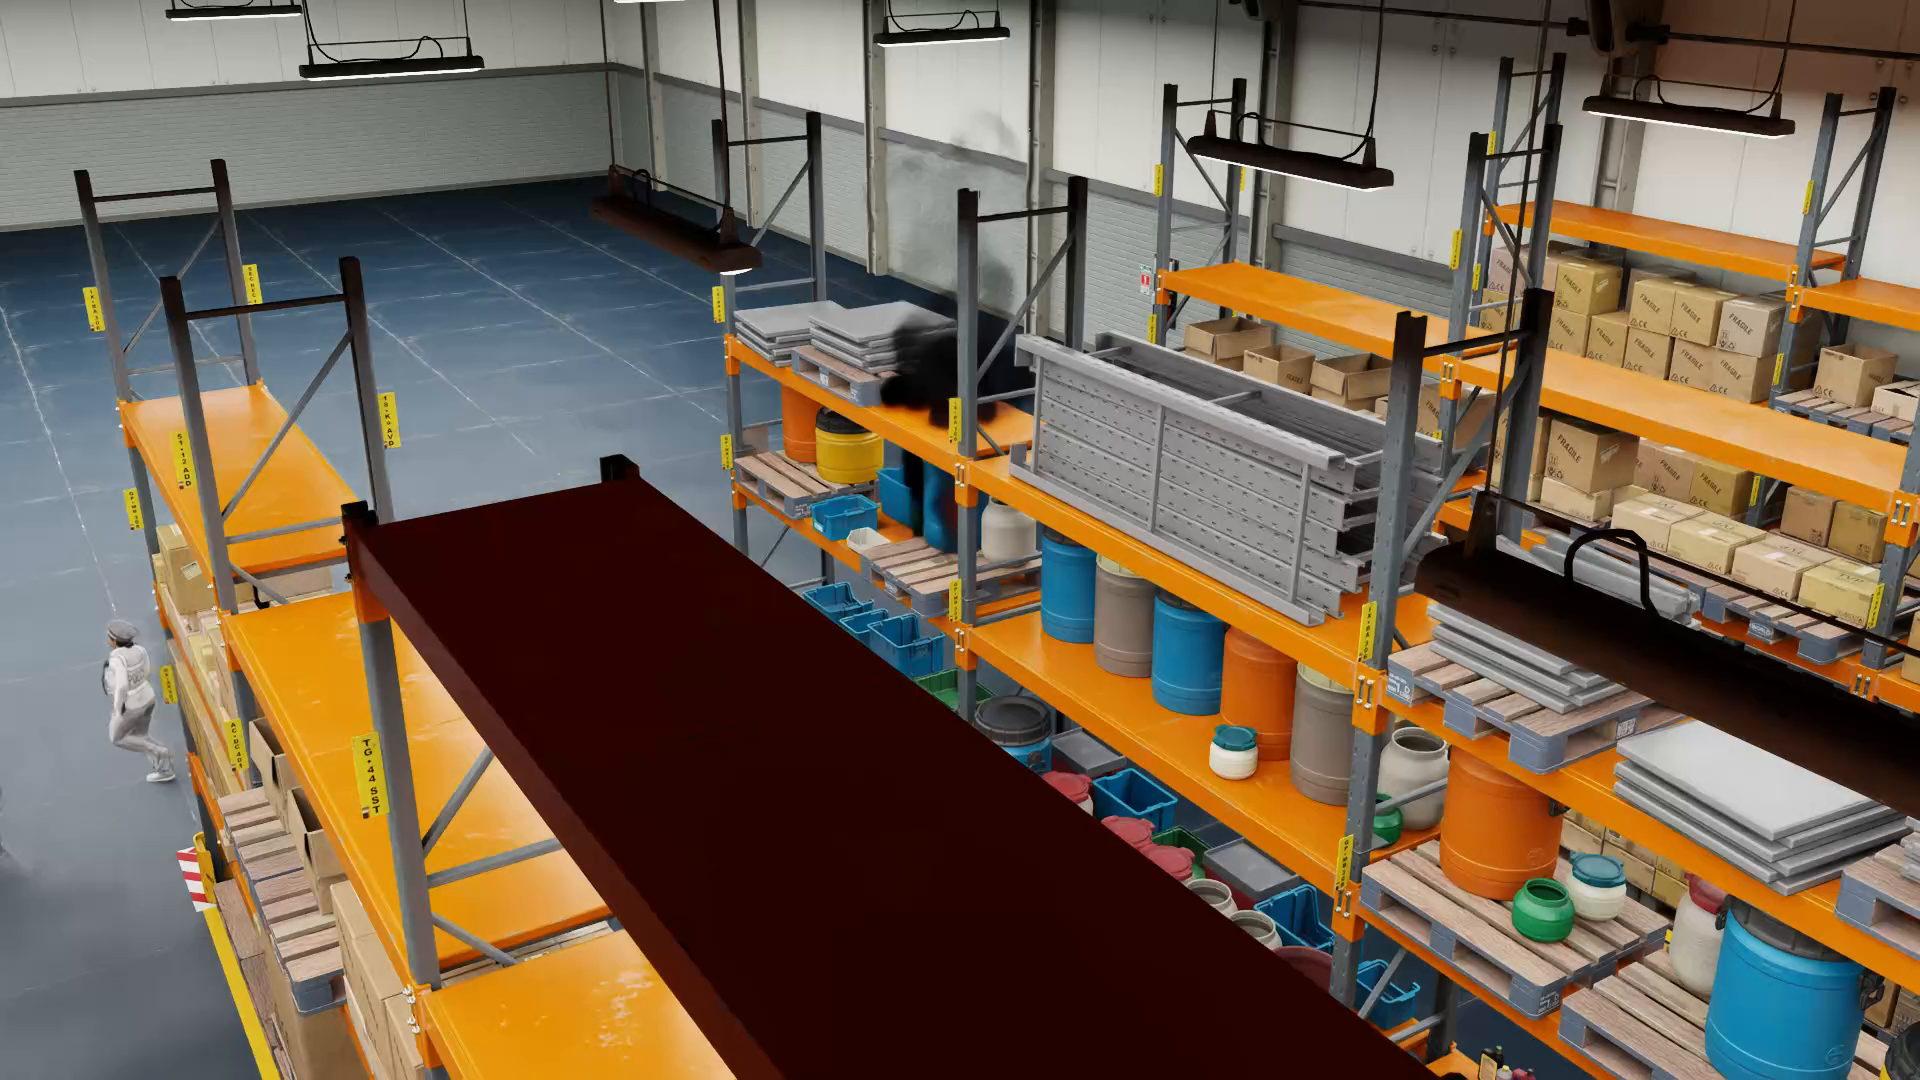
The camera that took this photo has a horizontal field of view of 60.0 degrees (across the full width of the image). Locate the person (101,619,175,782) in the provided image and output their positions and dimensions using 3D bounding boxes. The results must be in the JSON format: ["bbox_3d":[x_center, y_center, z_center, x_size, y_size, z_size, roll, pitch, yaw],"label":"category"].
[{"bbox_3d":[-7.700,1.522,15.408,0.584,1.662,0.653,3,22,8],"label":"person"}]
